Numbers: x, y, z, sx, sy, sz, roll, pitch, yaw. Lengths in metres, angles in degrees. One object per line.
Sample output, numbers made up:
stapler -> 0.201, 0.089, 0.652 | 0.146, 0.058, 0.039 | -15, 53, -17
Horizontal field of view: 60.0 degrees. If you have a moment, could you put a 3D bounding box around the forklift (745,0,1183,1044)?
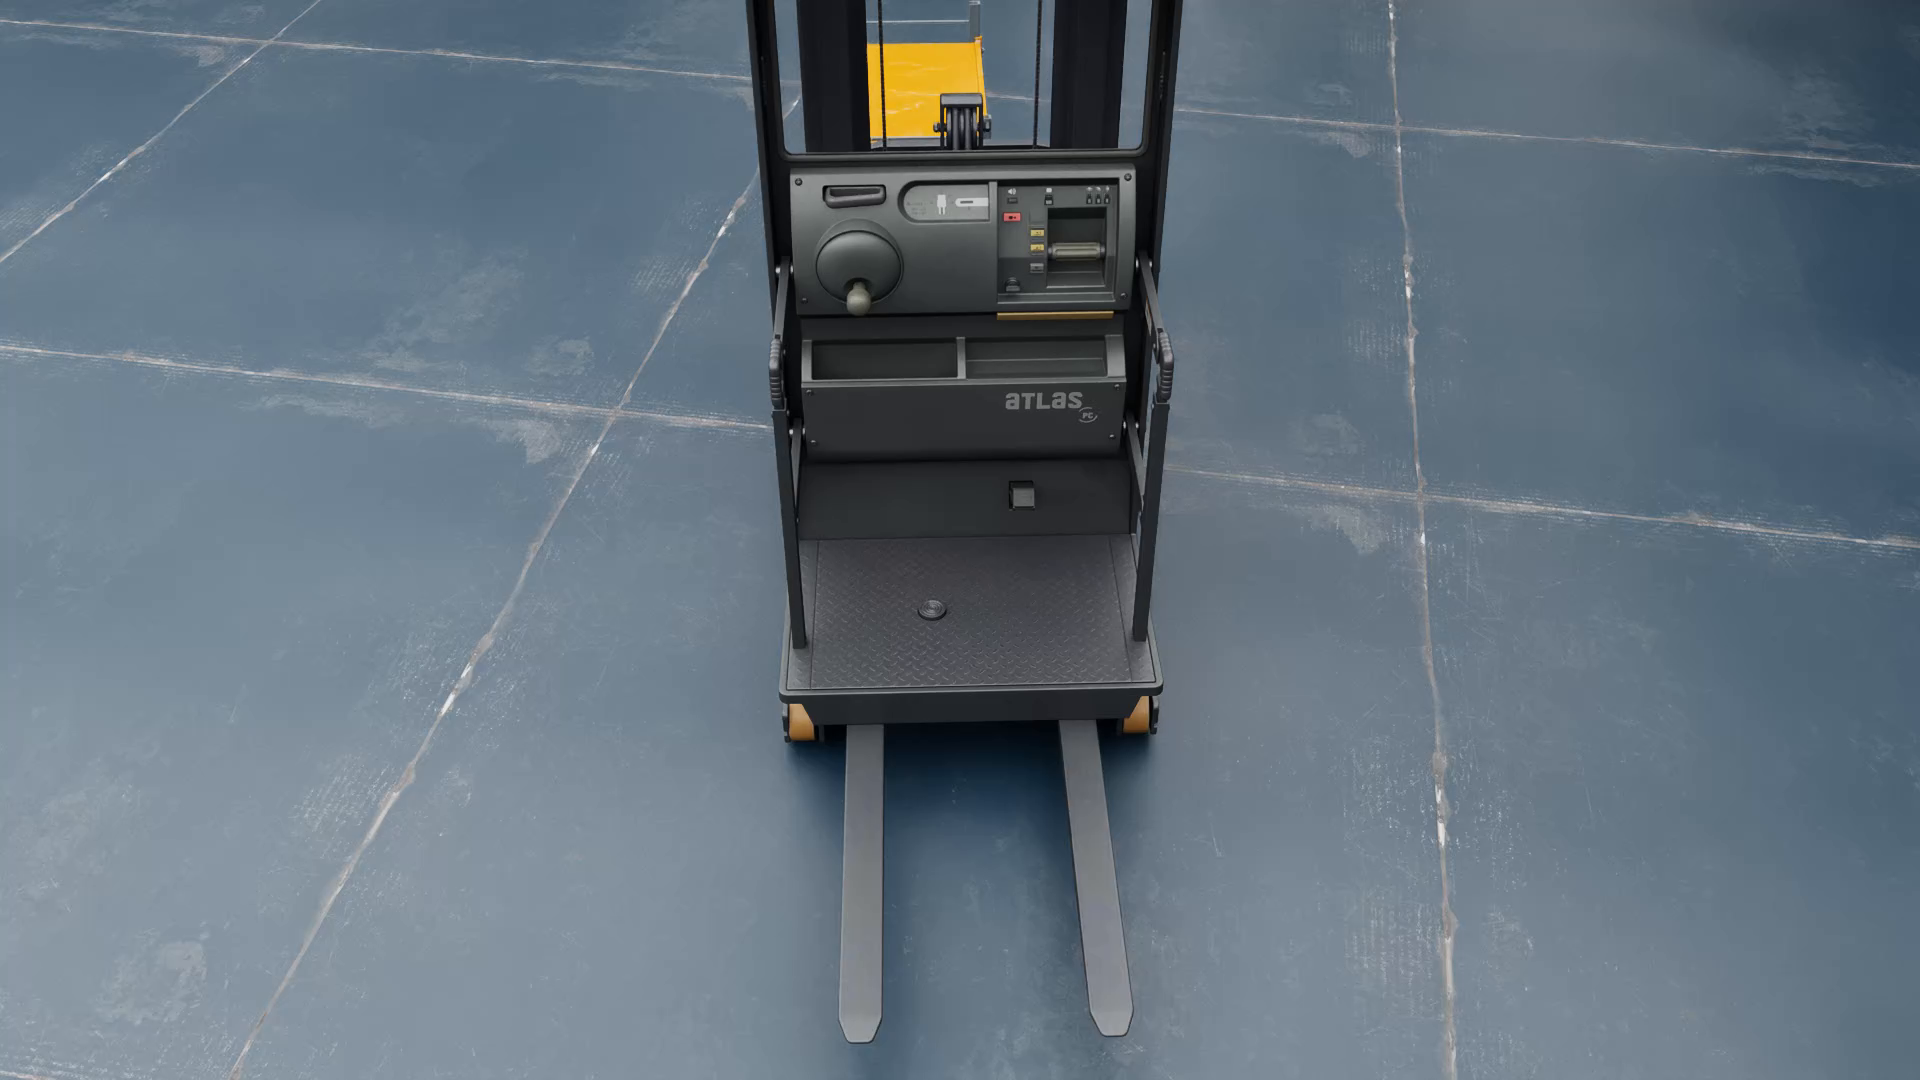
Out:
forklift -> 0.019, -0.733, 4.336 | 1.130, 2.935, 3.031 | -1, 40, -1

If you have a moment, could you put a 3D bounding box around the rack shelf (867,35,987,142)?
rack shelf -> -0.157, -1.581, 6.320 | 0.538, 0.278, 1.000 | -1, 40, -1

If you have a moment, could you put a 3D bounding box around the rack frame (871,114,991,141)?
rack frame -> -0.142, -1.031, 6.115 | 0.500, 1.125, 0.032 | -1, 40, -1

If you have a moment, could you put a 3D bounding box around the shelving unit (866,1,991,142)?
shelving unit -> -0.157, -1.355, 6.506 | 0.538, 1.125, 1.048 | -1, 40, -1

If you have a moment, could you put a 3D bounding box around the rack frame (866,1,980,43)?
rack frame -> -0.171, -1.679, 6.898 | 0.500, 1.125, 0.032 | -1, 40, -1
